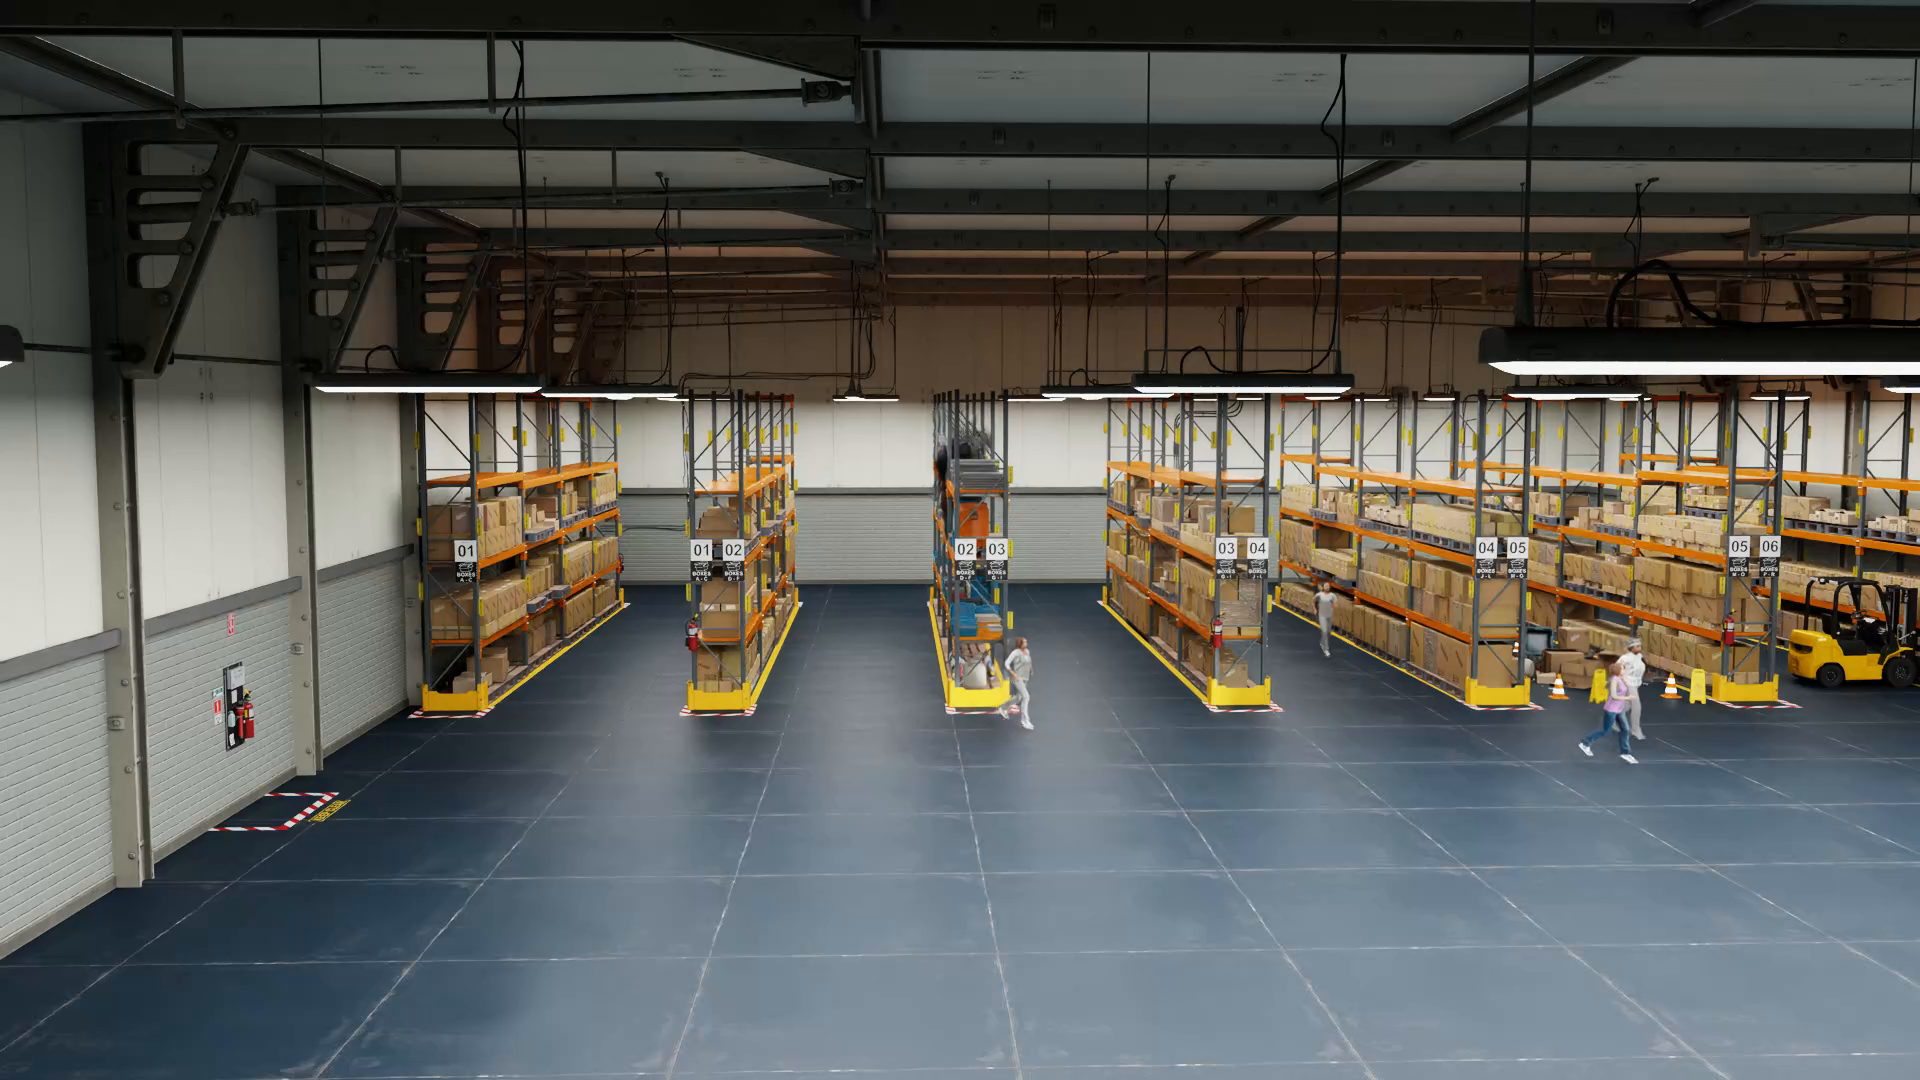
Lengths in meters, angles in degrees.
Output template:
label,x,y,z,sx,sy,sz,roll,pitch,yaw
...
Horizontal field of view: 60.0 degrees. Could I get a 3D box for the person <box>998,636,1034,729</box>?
label,x,y,z,sx,sy,sz,roll,pitch,yaw
person,1.017,2.465,29.644,0.733,1.525,0.547,3,6,34

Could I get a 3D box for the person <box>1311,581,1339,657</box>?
label,x,y,z,sx,sy,sz,roll,pitch,yaw
person,8.349,1.766,37.973,0.557,1.674,0.947,0,5,-6

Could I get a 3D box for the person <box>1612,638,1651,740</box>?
label,x,y,z,sx,sy,sz,roll,pitch,yaw
person,11.558,2.533,28.729,0.576,1.735,0.796,-4,6,-39

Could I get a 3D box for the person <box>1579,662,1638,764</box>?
label,x,y,z,sx,sy,sz,roll,pitch,yaw
person,10.421,2.753,26.639,0.868,1.617,0.549,3,6,35

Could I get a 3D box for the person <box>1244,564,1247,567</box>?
label,x,y,z,sx,sy,sz,roll,pitch,yaw
person,7.810,0.992,47.665,0.775,1.693,0.744,4,6,42
